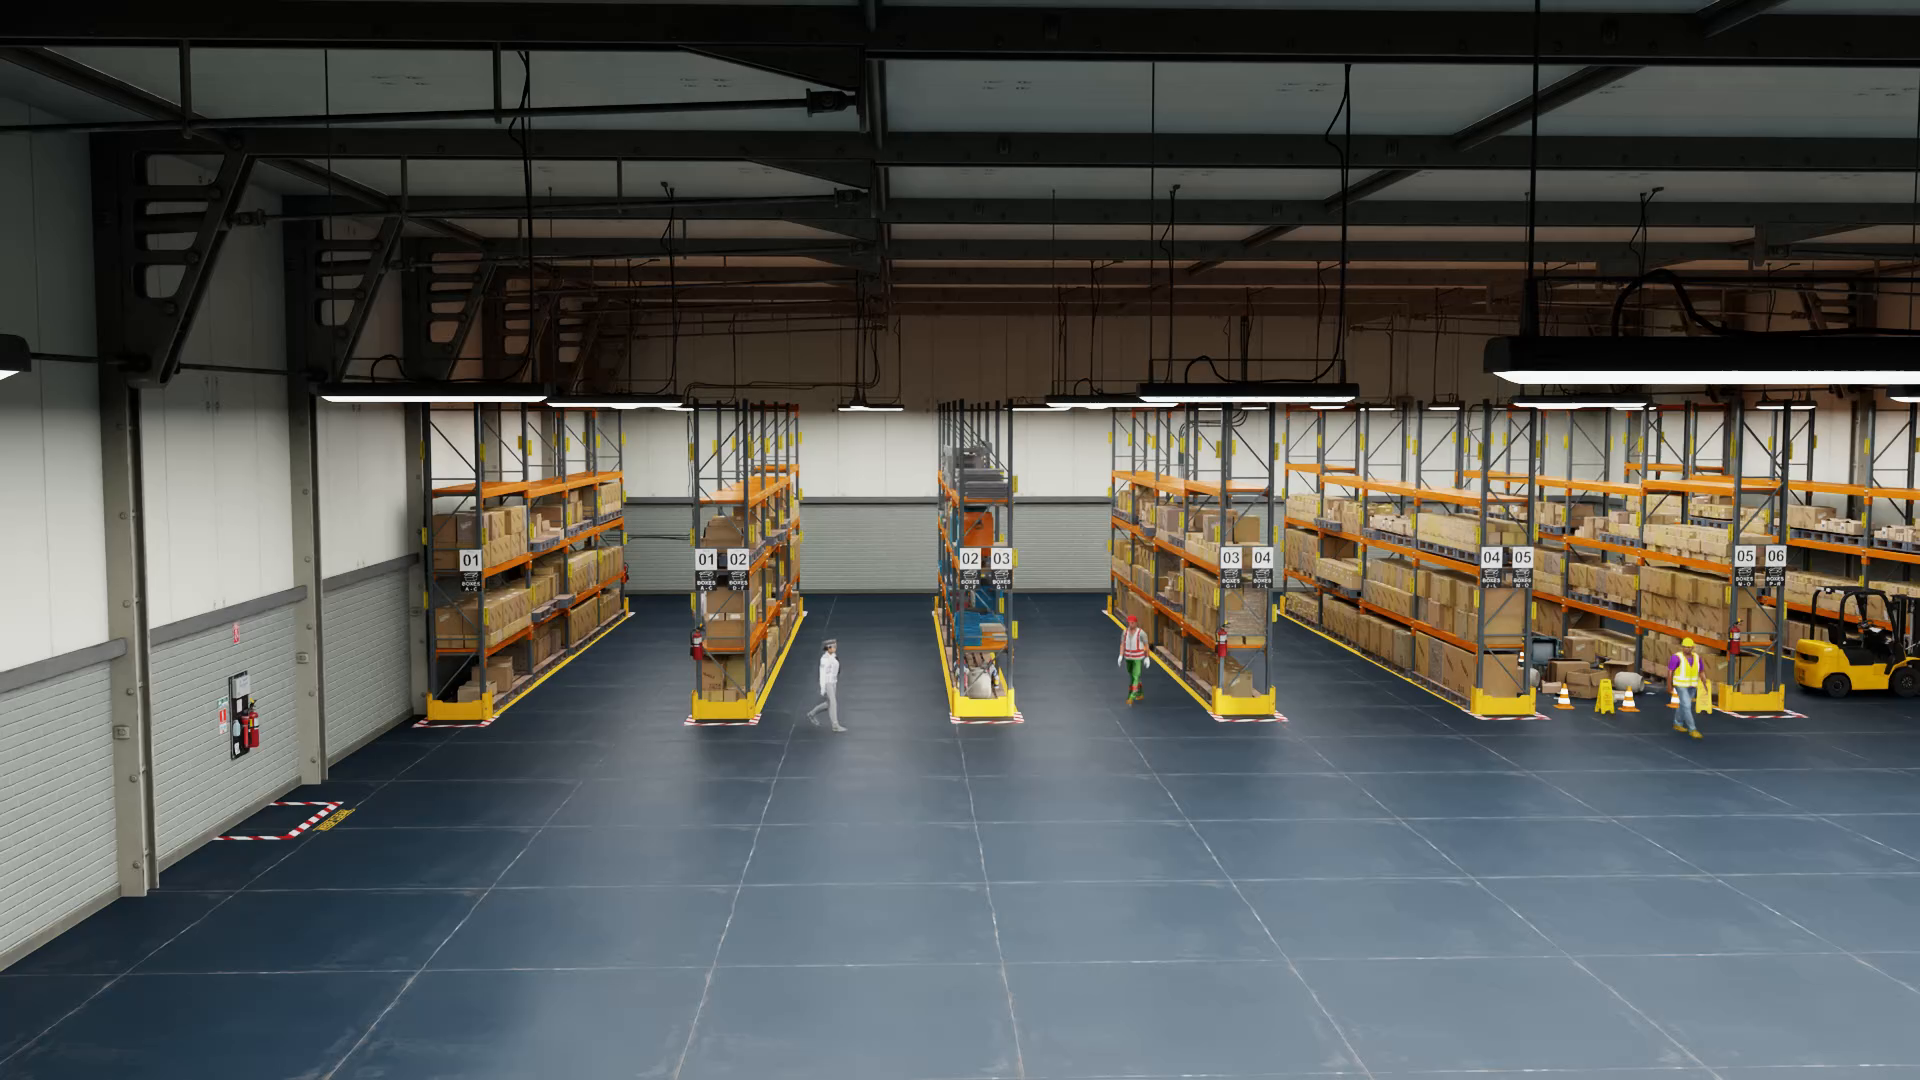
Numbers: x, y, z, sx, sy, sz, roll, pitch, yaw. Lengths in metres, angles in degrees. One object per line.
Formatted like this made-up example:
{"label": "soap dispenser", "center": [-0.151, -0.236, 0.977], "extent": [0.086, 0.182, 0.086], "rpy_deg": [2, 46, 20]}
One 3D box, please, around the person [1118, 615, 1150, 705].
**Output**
{"label": "person", "center": [3.389, 2.339, 32.712], "extent": [0.563, 1.735, 0.993], "rpy_deg": [3, 6, 38]}

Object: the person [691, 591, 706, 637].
{"label": "person", "center": [-6.293, 1.817, 40.662], "extent": [0.569, 1.605, 1.022], "rpy_deg": [0, 4, -4]}

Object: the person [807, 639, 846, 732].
{"label": "person", "center": [-2.391, 2.606, 30.114], "extent": [0.828, 1.639, 0.526], "rpy_deg": [2, 5, 20]}

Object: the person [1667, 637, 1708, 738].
{"label": "person", "center": [12.927, 2.593, 29.475], "extent": [0.598, 1.723, 0.954], "rpy_deg": [-1, 4, -11]}
